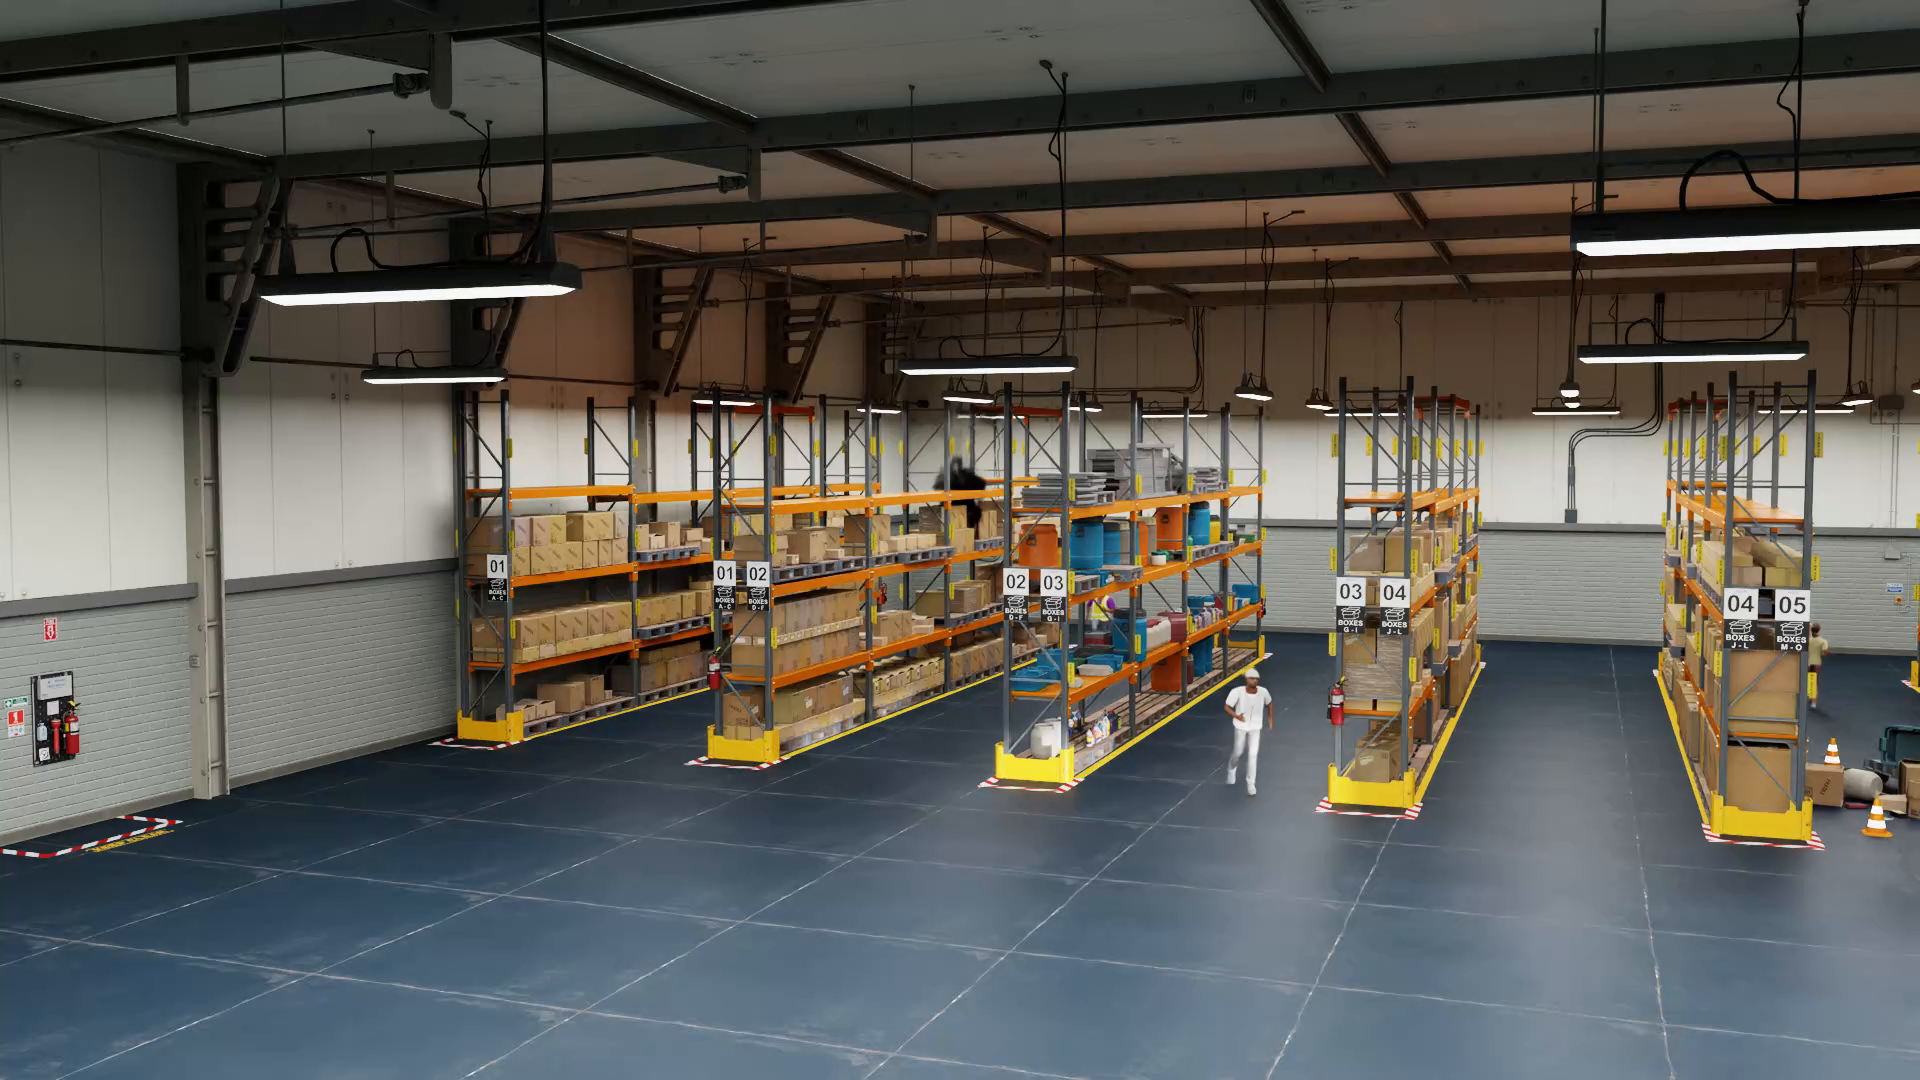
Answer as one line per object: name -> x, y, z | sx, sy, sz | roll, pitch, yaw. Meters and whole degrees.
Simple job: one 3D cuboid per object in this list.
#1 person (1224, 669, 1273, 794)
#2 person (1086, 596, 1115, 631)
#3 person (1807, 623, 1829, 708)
person -> 4.248, 2.762, 24.382 | 0.763, 1.773, 0.893 | 0, 3, -7
person -> 3.309, 1.910, 39.253 | 0.692, 1.734, 0.945 | 1, 3, 9
person -> 16.463, 2.408, 32.158 | 0.587, 1.627, 0.599 | 1, 3, 18
